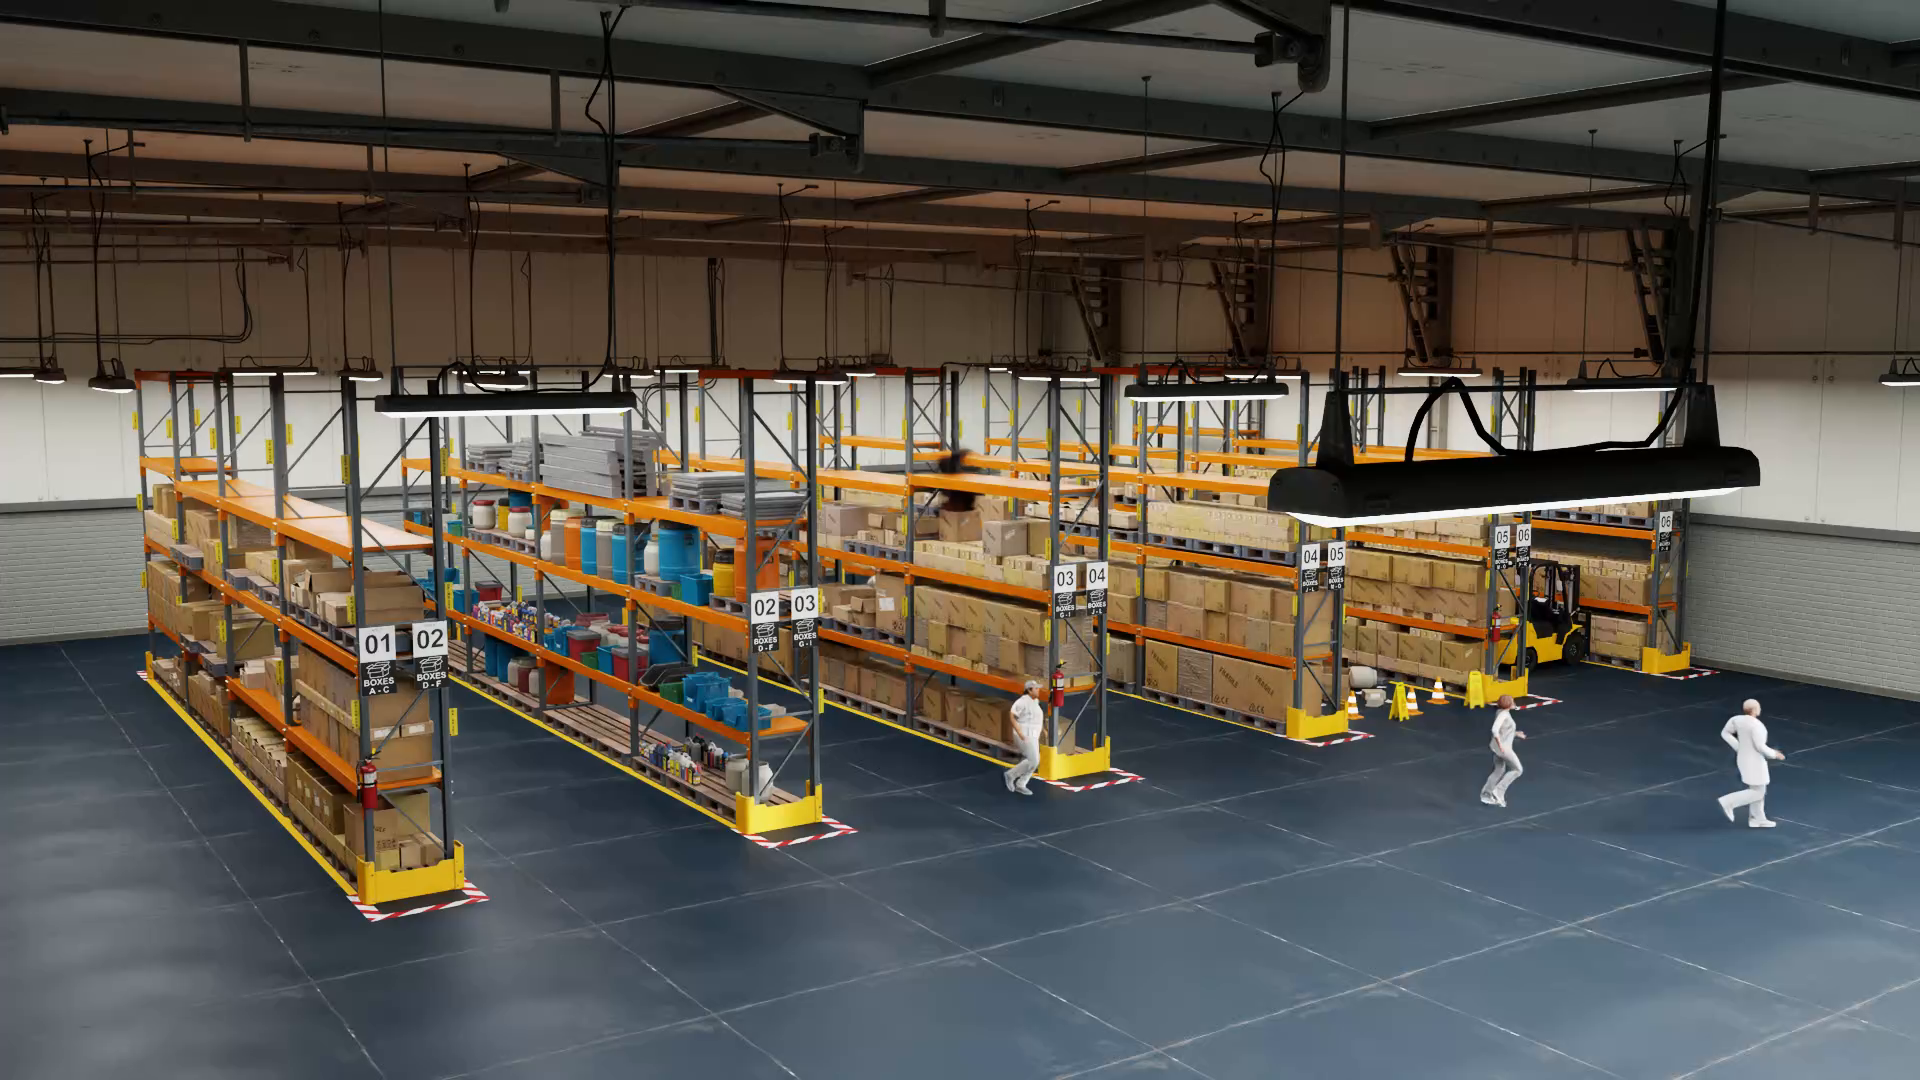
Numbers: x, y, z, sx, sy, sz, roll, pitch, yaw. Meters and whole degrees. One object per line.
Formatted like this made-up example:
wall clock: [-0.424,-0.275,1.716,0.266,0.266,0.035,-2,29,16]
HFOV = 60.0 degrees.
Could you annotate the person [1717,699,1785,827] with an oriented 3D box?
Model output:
person: [10.469,2.974,22.102,0.887,1.749,0.717,-1,7,-8]

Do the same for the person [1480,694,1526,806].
person: [7.599,2.924,23.219,0.622,1.569,0.538,0,6,3]

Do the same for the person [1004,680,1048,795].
person: [0.986,2.833,23.987,0.519,1.615,0.671,3,7,28]

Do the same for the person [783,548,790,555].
person: [-4.278,0.984,40.543,0.654,1.572,0.530,2,7,15]

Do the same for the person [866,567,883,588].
person: [-1.717,1.379,36.182,0.643,1.744,0.551,-4,8,-32]
